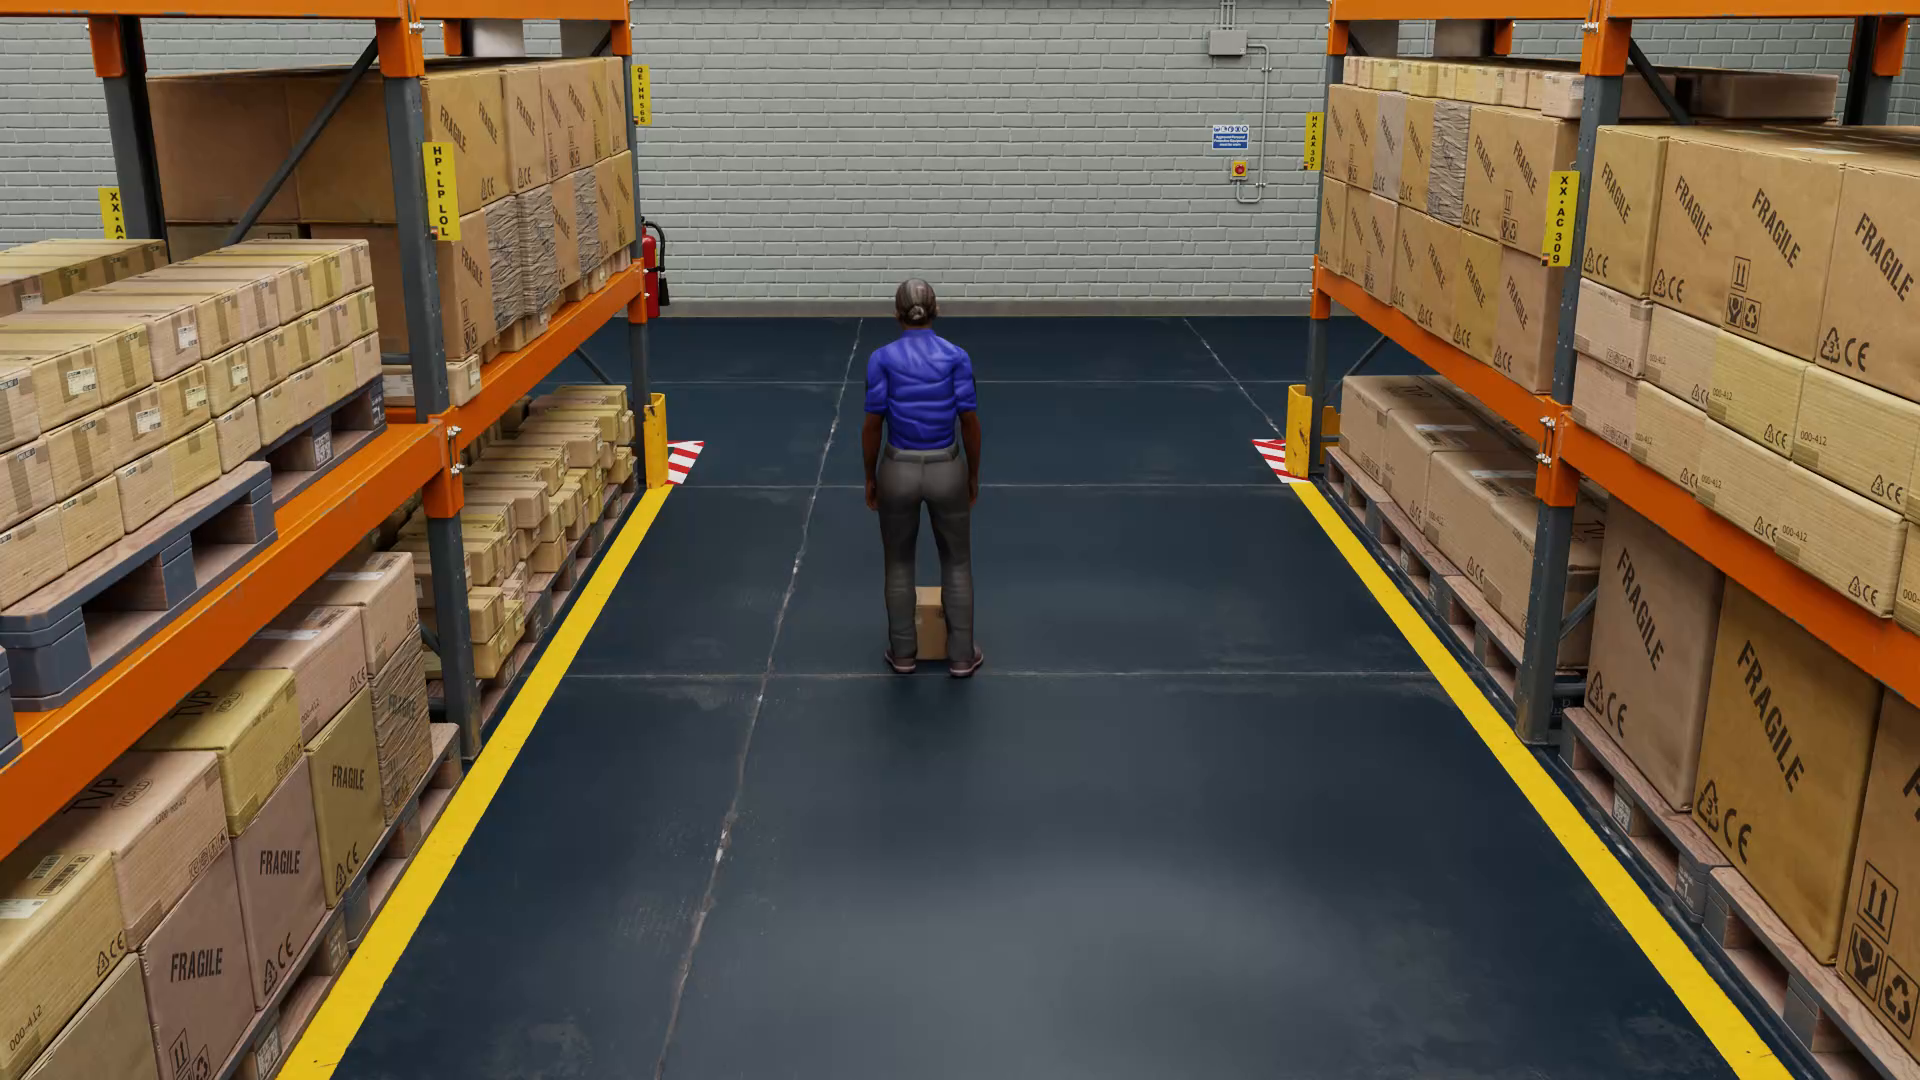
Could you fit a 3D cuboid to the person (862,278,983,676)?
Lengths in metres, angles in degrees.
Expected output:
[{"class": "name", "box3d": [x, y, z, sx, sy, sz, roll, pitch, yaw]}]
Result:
[{"class": "person", "box3d": [-0.149, -0.248, 6.853, 0.506, 1.655, 0.400, -1, 17, -3]}]
